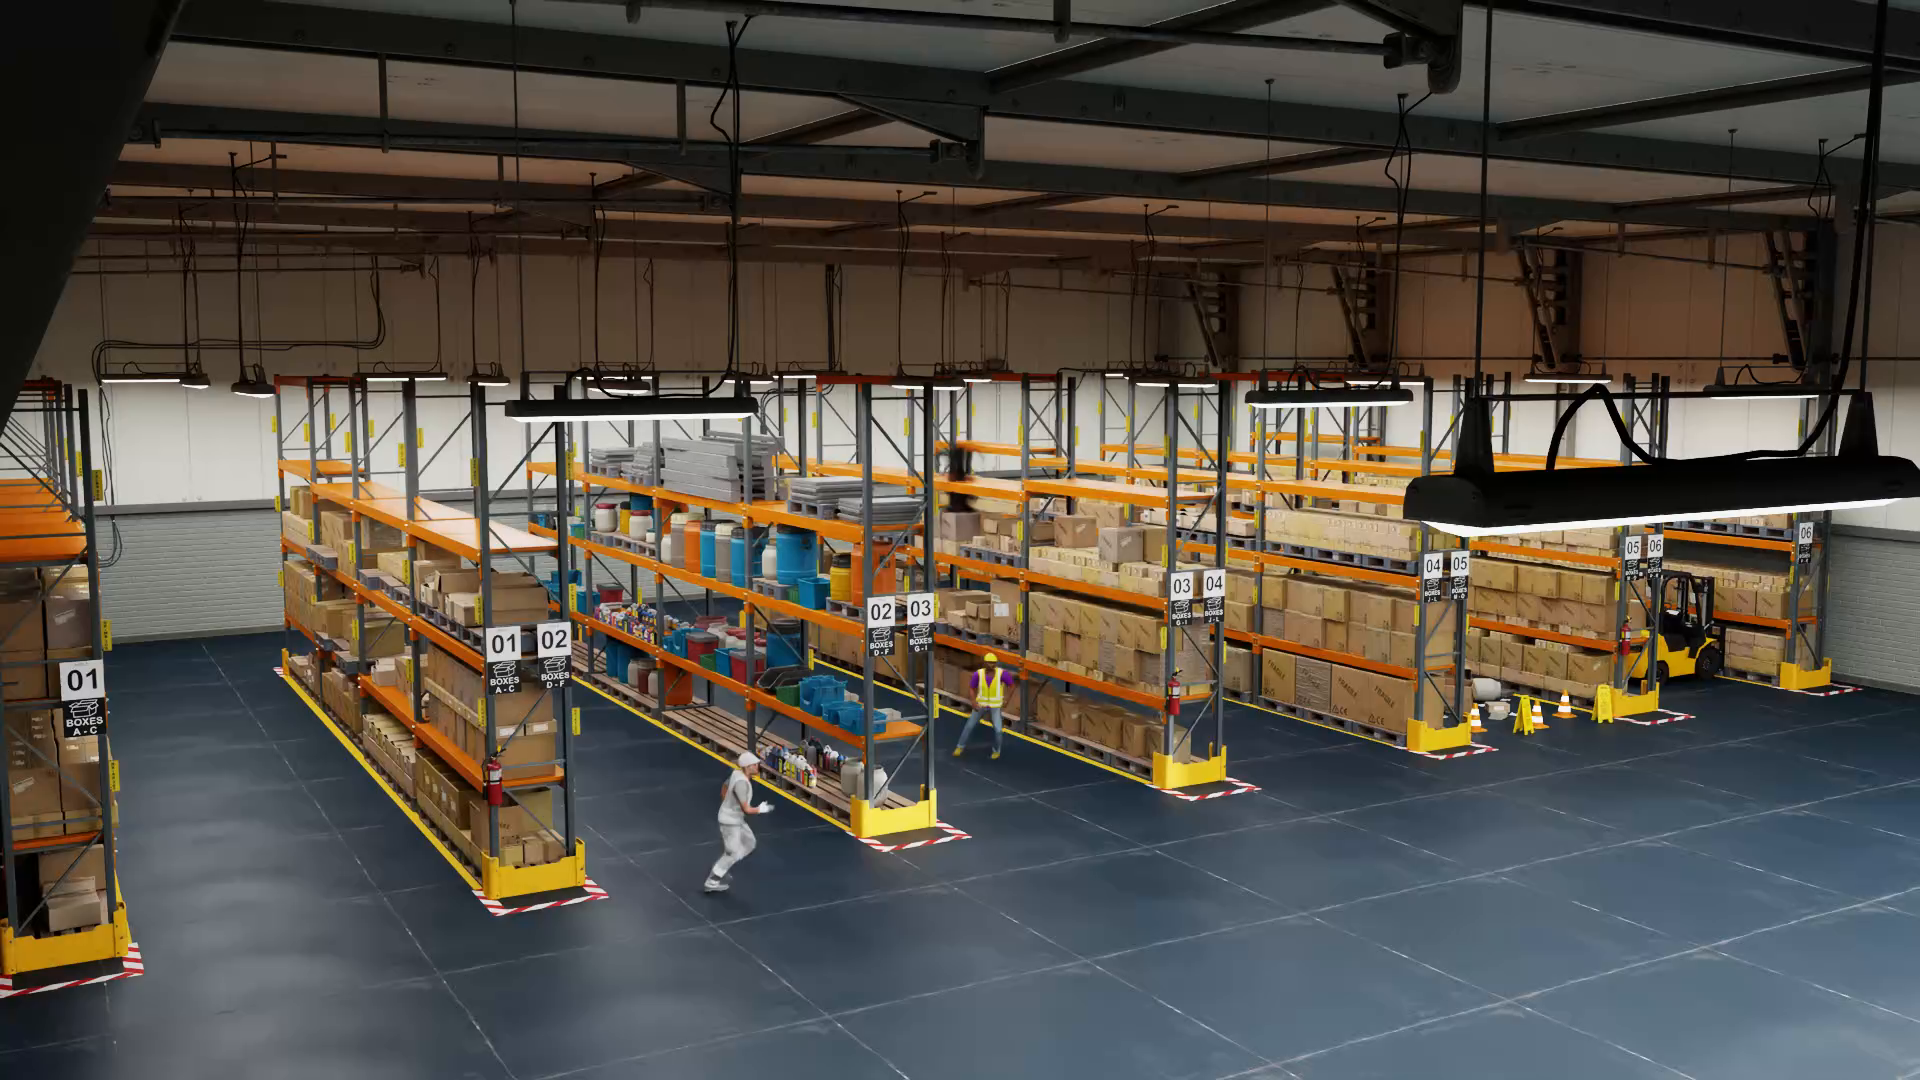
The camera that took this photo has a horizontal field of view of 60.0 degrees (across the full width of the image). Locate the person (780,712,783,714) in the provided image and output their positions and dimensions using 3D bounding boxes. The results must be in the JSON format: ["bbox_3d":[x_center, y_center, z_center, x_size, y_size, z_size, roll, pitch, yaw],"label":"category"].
[{"bbox_3d":[-3.109,2.291,29.557,0.750,1.659,0.636,3,7,28],"label":"person"}]

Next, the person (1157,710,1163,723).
[{"bbox_3d":[3.742,2.538,28.485,0.552,1.346,0.918,-4,7,-31],"label":"person"}]

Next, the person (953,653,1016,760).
[{"bbox_3d":[0.380,2.621,26.356,0.993,1.694,0.456,1,6,5],"label":"person"}]

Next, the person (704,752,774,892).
[{"bbox_3d":[-2.630,3.336,19.772,0.835,1.669,0.694,-1,6,-7],"label":"person"}]
